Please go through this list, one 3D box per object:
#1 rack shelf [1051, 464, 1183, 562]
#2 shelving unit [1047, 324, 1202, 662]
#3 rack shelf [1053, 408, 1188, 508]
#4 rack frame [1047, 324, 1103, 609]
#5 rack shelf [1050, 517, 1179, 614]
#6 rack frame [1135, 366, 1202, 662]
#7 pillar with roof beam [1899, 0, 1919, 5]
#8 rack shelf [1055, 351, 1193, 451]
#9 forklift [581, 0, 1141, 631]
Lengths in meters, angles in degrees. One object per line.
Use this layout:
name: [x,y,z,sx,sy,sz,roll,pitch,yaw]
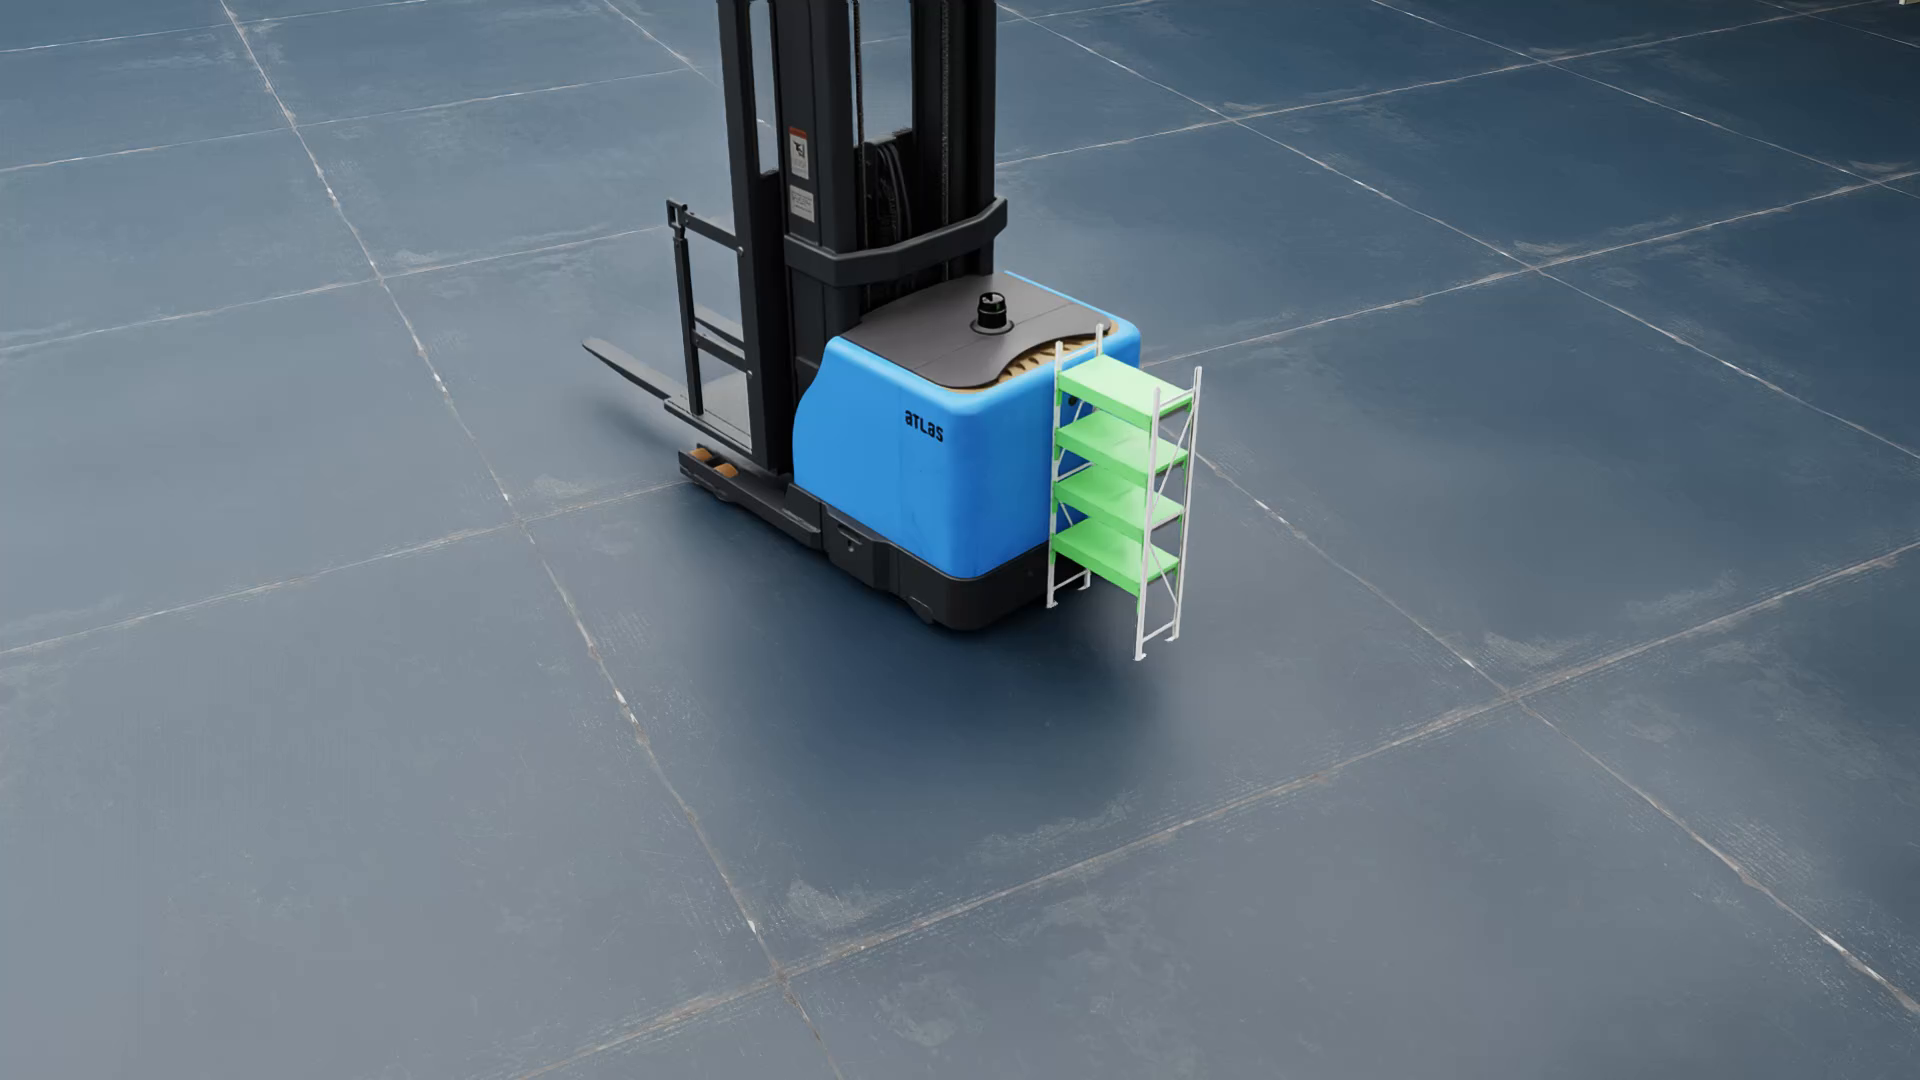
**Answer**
rack shelf: [0.614,-0.119,6.441,0.258,0.148,0.480,-26,41,-35]
shelving unit: [0.614,-0.172,6.407,0.258,1.200,0.503,-26,41,-35]
rack shelf: [0.614,-0.321,6.312,0.258,0.148,0.480,-26,41,-35]
rack frame: [0.449,-0.269,6.558,0.240,1.200,0.015,-26,41,-35]
rack shelf: [0.614,0.084,6.571,0.258,0.148,0.480,-26,41,-35]
rack frame: [0.779,-0.075,6.255,0.240,1.200,0.015,-26,41,-35]
pillar with roof beam: [4.510,-7.531,10.664,9.100,9.000,0.400,-16,36,-23]
rack shelf: [0.614,-0.523,6.182,0.258,0.148,0.480,-26,41,-35]
forklift: [-0.639,-1.580,7.000,1.130,2.935,3.031,-27,41,-35]
